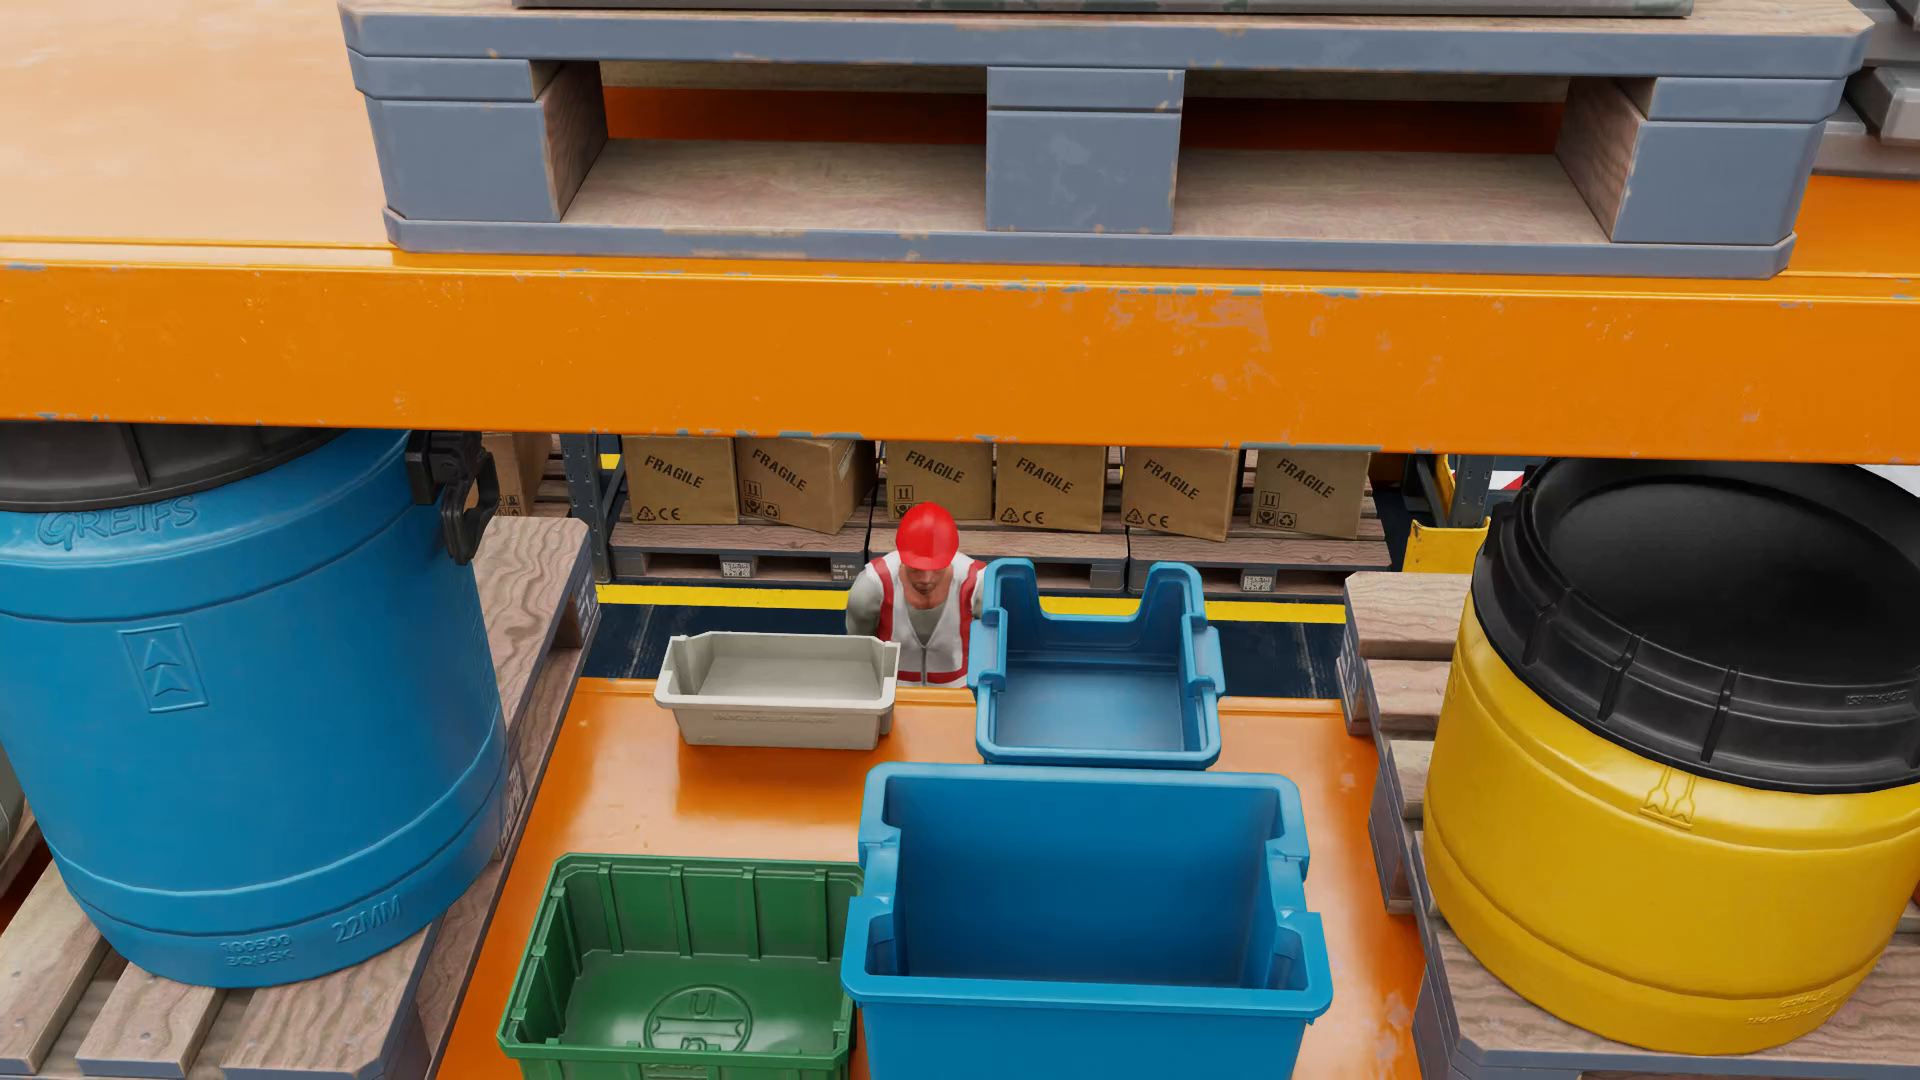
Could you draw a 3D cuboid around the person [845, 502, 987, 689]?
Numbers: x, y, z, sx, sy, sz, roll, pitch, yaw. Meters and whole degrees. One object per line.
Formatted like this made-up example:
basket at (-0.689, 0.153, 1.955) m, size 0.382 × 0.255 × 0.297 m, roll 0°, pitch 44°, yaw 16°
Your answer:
person at (-0.121, 0.593, 5.797) m, size 0.608 × 1.780 × 0.448 m, roll 2°, pitch 35°, yaw 2°
